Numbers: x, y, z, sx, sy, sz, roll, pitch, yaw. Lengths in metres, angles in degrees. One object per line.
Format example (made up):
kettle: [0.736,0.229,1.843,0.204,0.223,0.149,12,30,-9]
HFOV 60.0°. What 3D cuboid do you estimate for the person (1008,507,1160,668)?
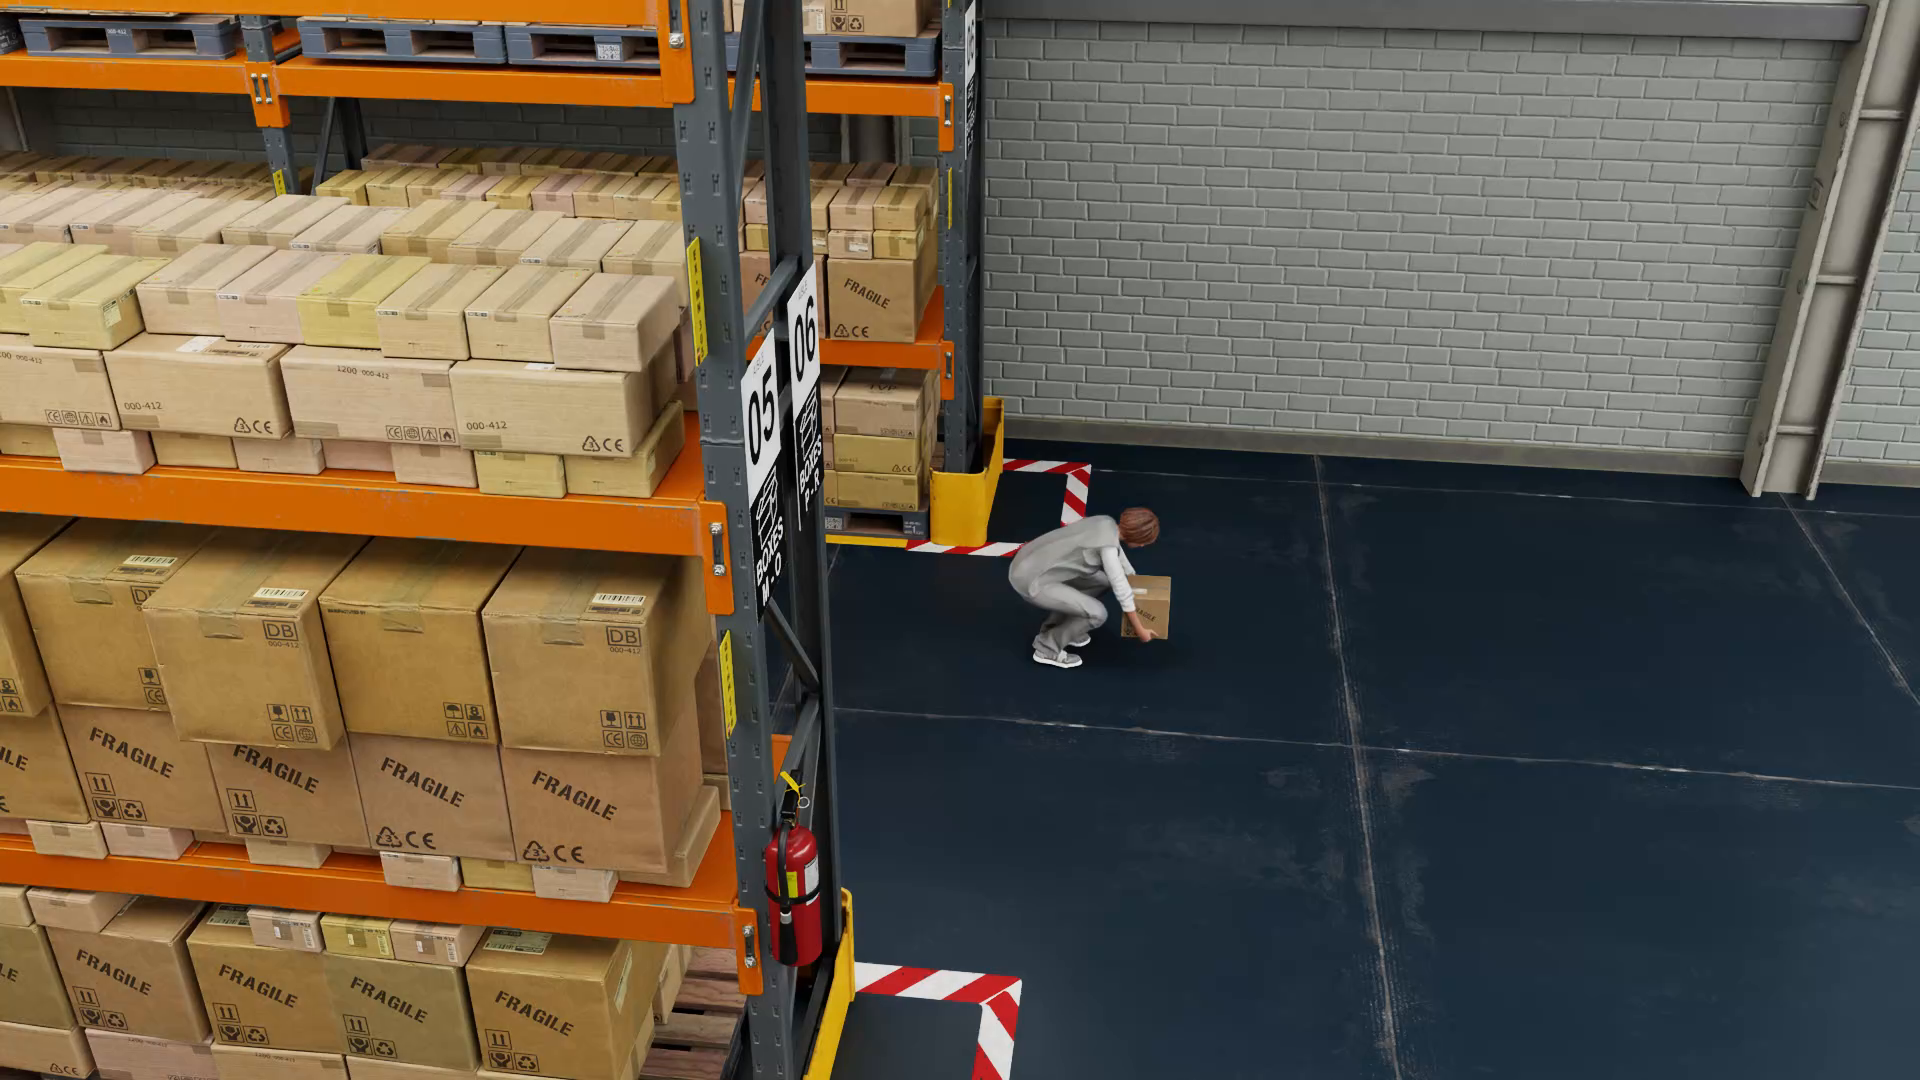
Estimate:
person: [0.678,0.236,9.023,0.835,0.908,0.419,3,29,5]
